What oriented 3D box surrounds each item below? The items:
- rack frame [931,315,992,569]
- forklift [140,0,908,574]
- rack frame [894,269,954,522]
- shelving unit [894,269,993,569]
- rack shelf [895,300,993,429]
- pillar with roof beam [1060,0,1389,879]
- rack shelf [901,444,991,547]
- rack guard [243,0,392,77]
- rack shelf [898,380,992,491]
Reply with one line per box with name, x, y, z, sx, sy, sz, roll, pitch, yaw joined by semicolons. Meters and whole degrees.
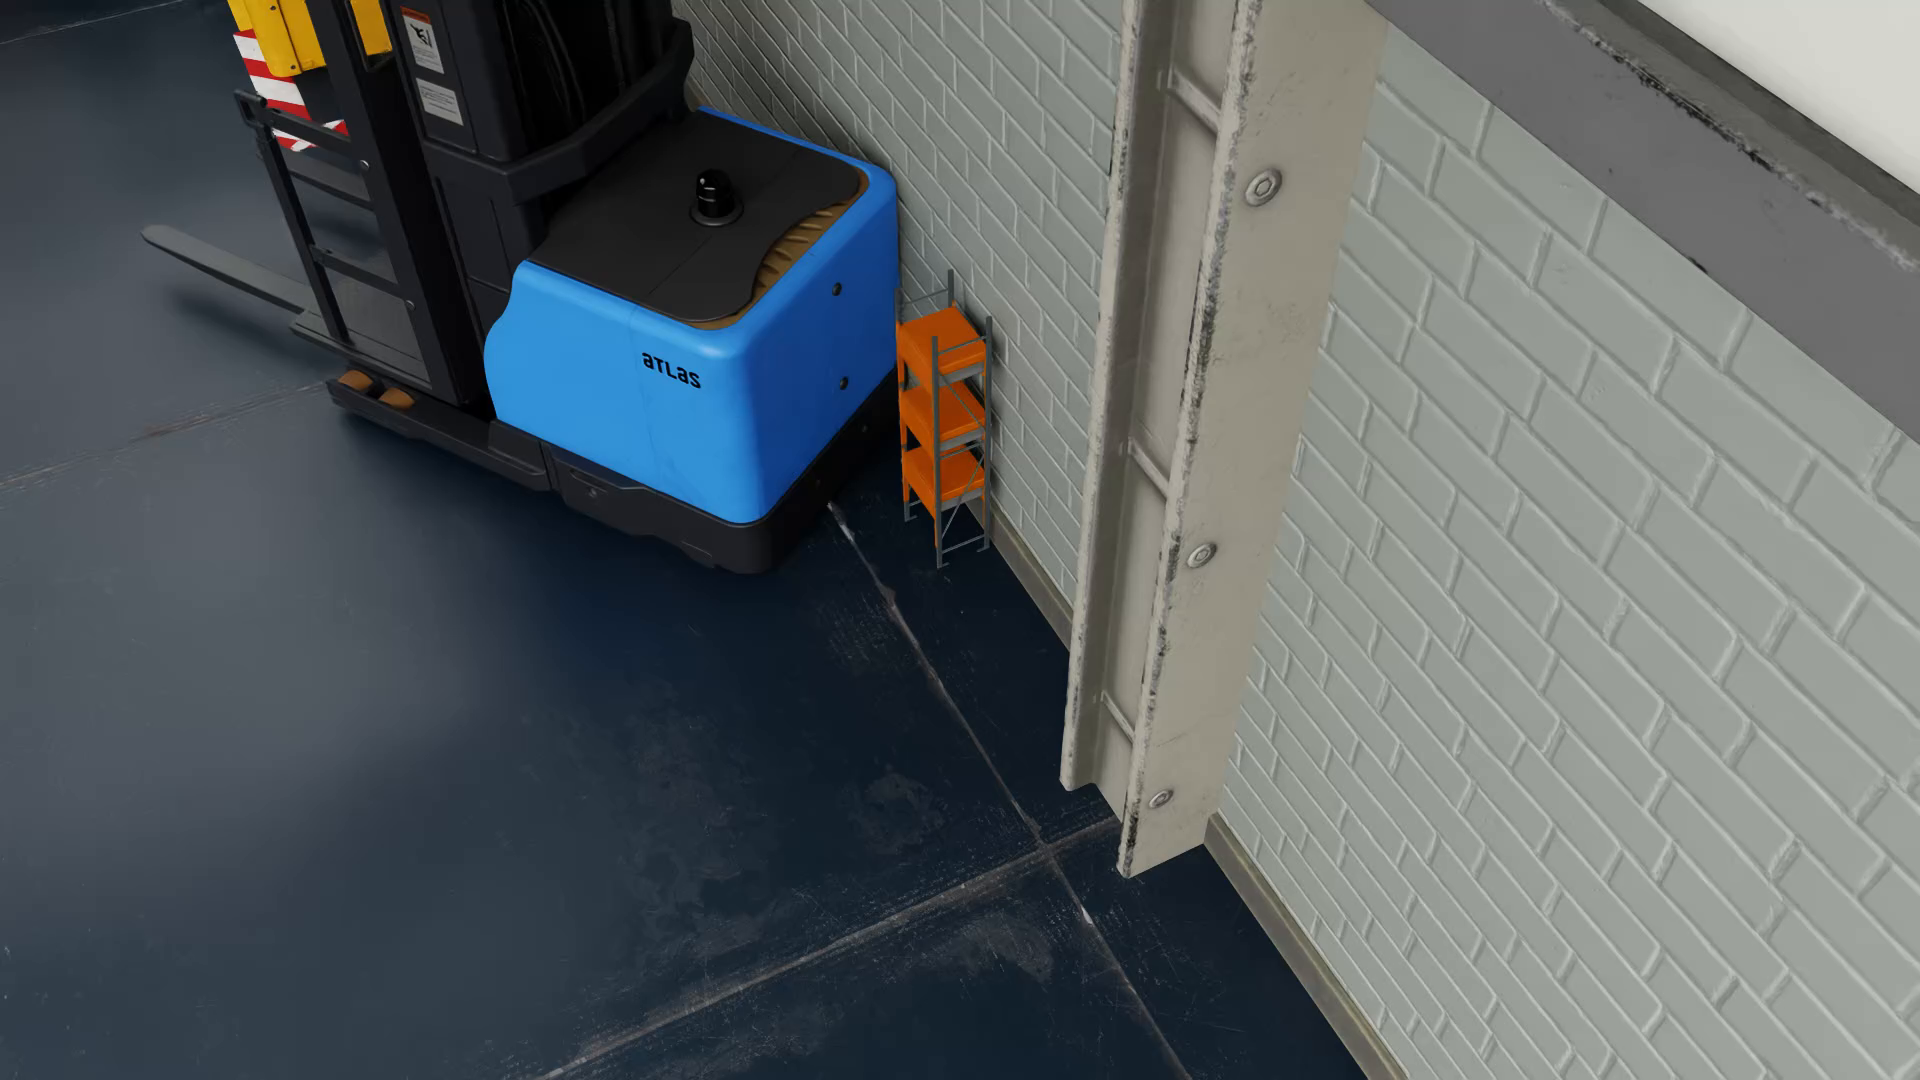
rack frame;0.008;-0.284;5.300;0.200;1.050;0.008;-22;52;-18
forklift;-1.728;-1.677;5.270;3.031;2.935;1.130;23;53;19
rack frame;-0.106;-0.446;5.442;0.200;1.050;0.008;-22;52;-18
shelving unit;-0.049;-0.365;5.371;0.215;1.050;0.252;-22;52;-18
rack shelf;-0.050;-0.545;5.165;0.215;0.259;0.240;-22;52;-18
pillar with roof beam;-3.297;-0.669;0.357;9.100;9.000;0.400;-21;52;-18
rack shelf;-0.047;-0.176;5.589;0.215;0.259;0.240;-22;52;-18
rack guard;-2.687;-2.577;7.672;1.175;0.500;0.348;-21;52;-18
rack shelf;-0.049;-0.358;5.379;0.215;0.259;0.240;-22;52;-18
